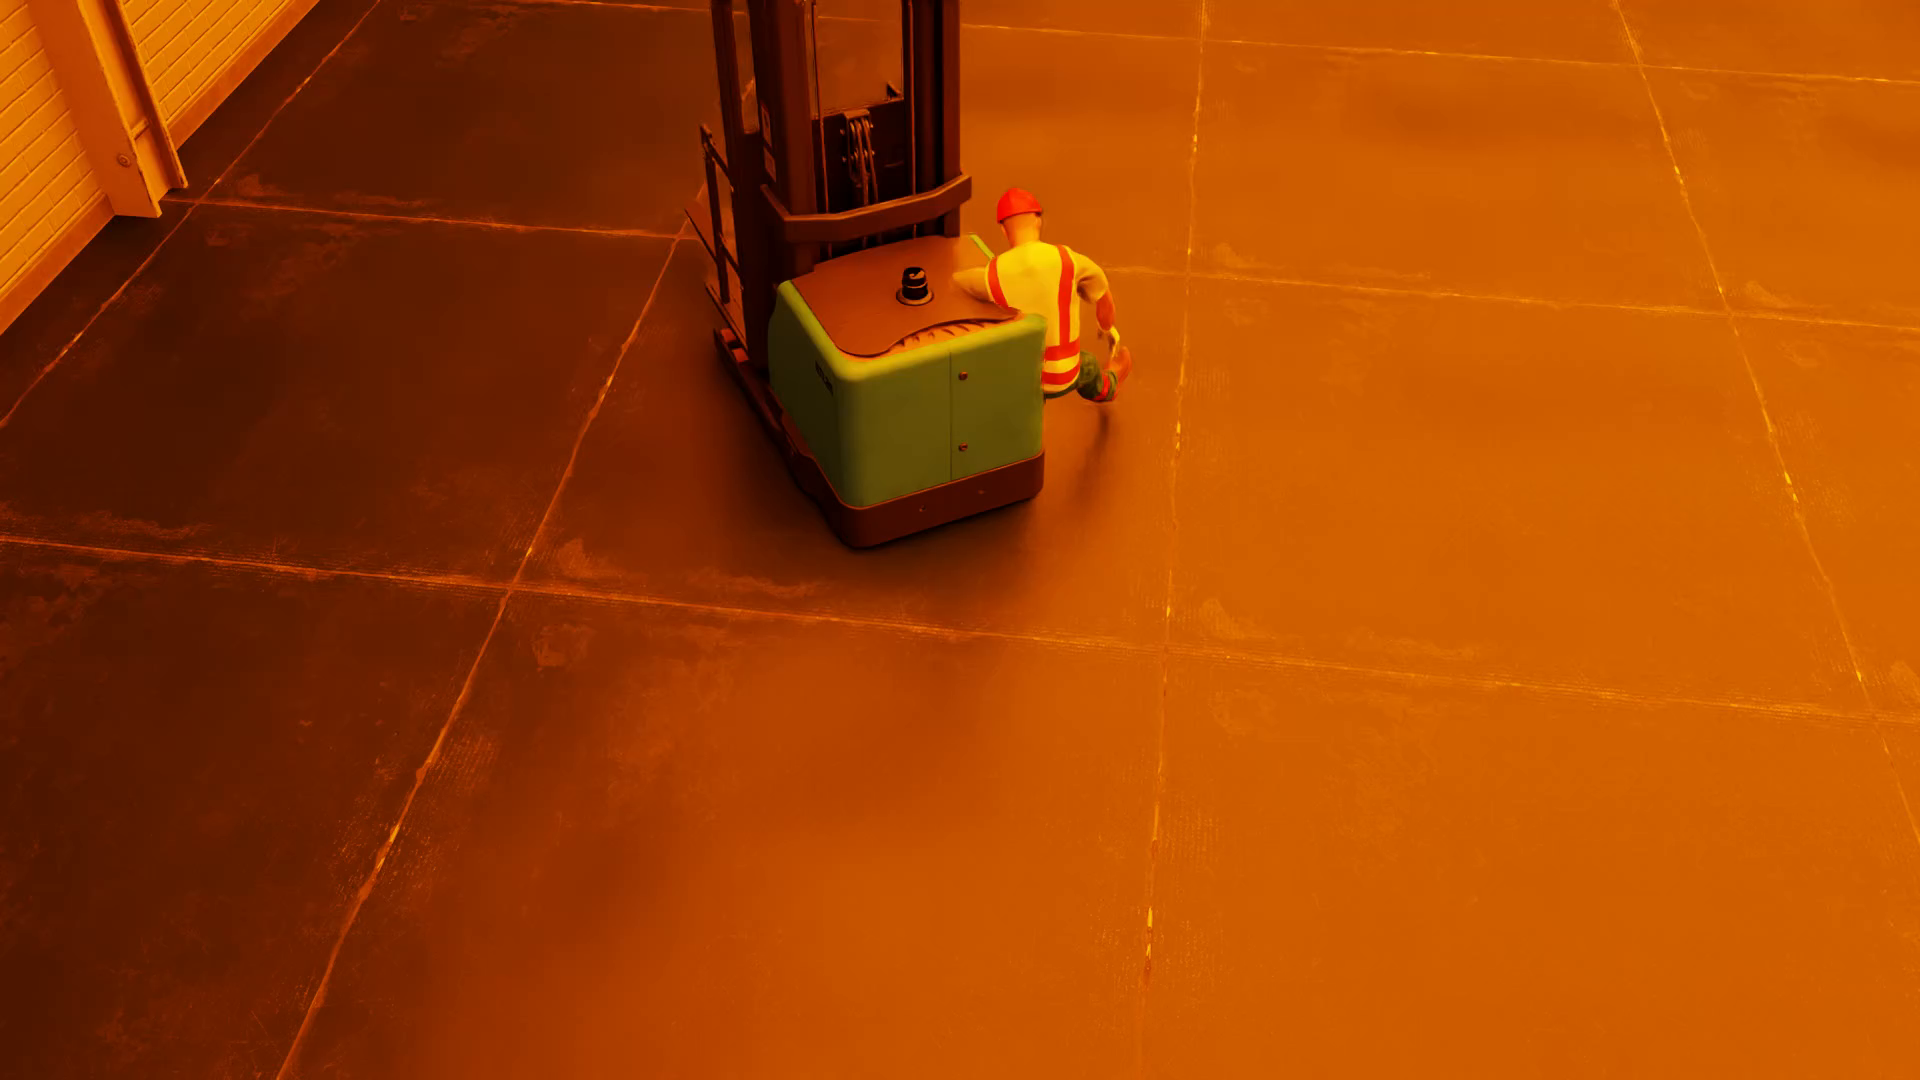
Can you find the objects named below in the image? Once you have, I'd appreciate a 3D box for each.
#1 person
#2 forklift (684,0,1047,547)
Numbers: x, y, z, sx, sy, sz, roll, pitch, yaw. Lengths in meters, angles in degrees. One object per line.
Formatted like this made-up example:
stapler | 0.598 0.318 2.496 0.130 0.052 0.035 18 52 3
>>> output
person | 0.256 -1.065 7.926 1.137 1.451 1.045 6 43 6
forklift | -0.669 -2.046 7.952 1.130 2.935 3.031 -17 45 -18
